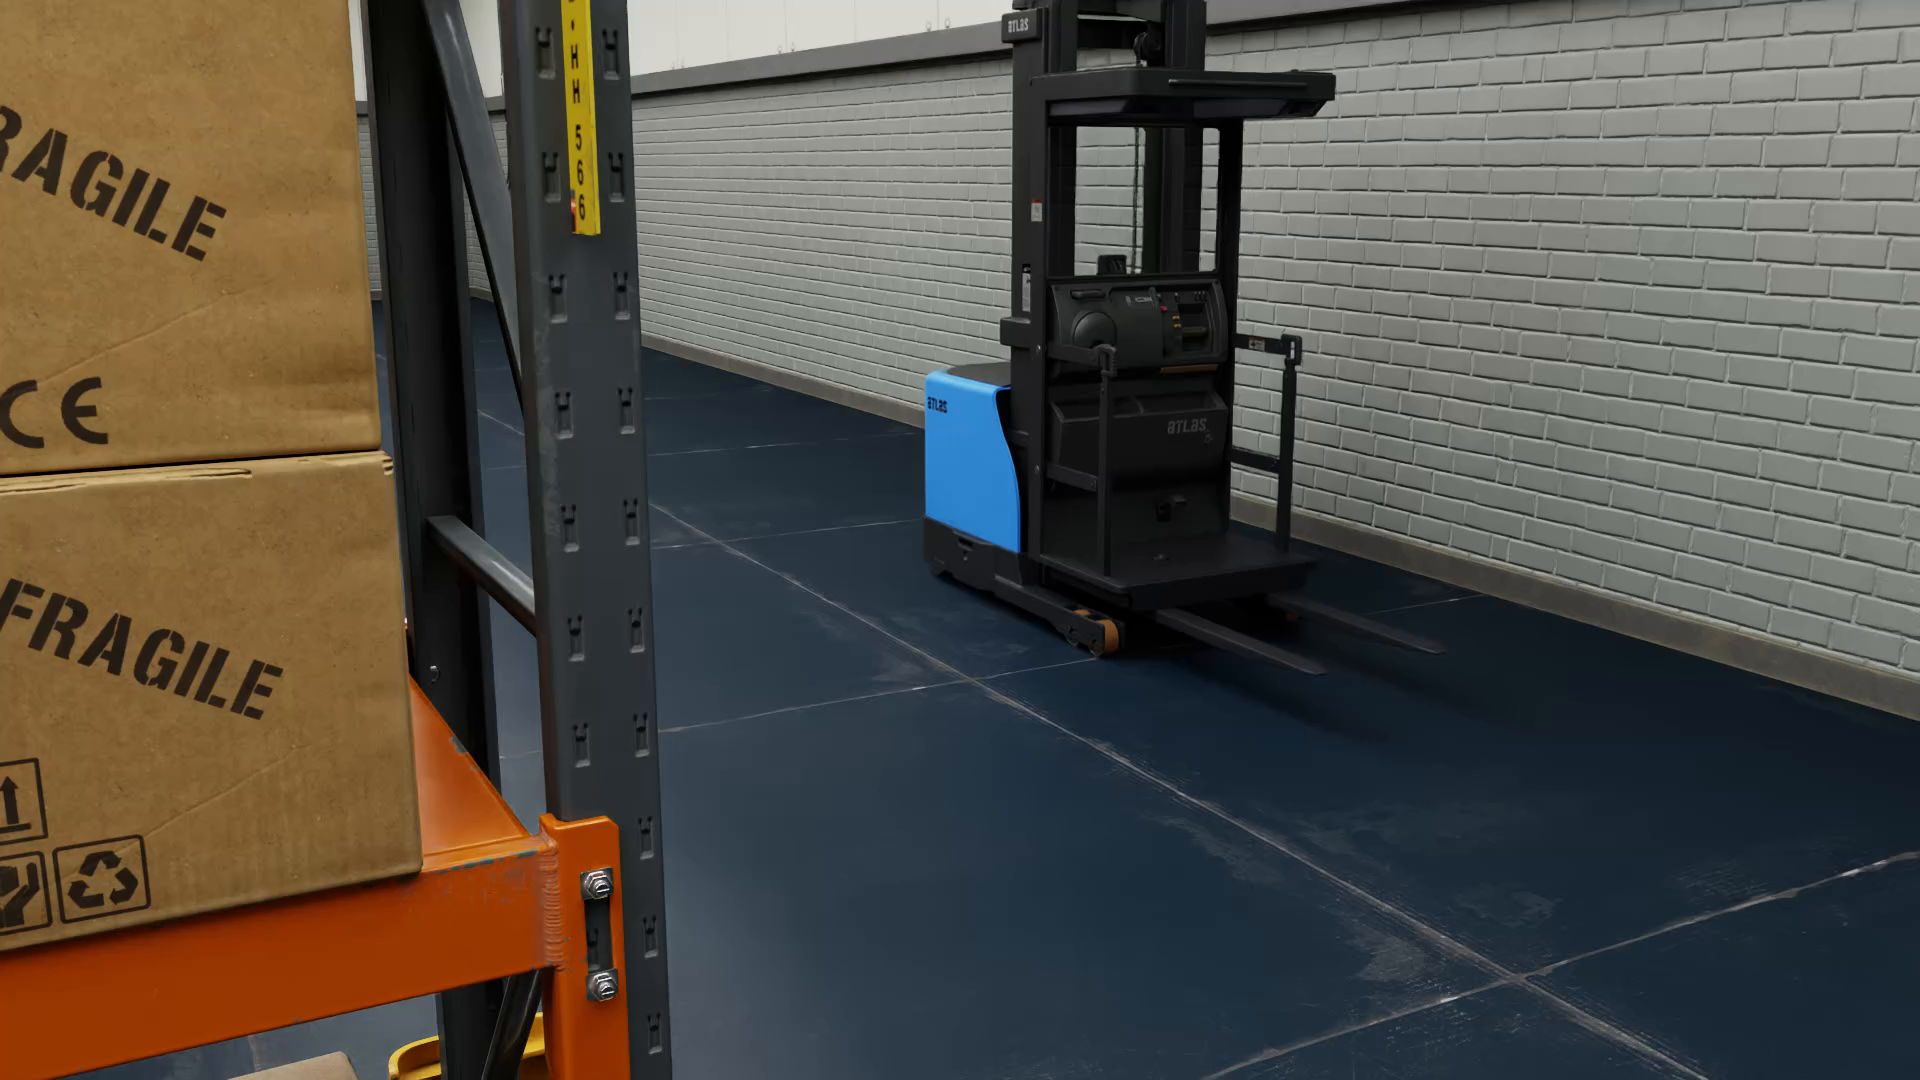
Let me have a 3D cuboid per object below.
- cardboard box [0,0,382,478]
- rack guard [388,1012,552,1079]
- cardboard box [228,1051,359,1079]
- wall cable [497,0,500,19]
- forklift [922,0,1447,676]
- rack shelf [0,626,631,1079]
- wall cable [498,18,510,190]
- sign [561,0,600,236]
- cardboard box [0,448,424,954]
[{"bbox_3d":[-0.977,-0.367,1.904,0.500,0.500,0.500,-6,14,-26],"label":"cardboard box"},{"bbox_3d":[-0.647,1.290,2.739,0.348,0.500,1.175,-7,14,-28],"label":"rack guard"},{"bbox_3d":[-1.199,1.207,2.295,0.875,0.438,0.875,-7,15,-30],"label":"cardboard box"},{"bbox_3d":[-6.104,-8.581,22.814,0.112,2.526,3.097,-7,14,-28],"label":"wall cable"},{"bbox_3d":[0.939,-1.028,7.502,1.130,2.935,3.031,-7,14,-27],"label":"forklift"},{"bbox_3d":[-2.423,0.634,1.598,4.000,0.370,1.077,-7,14,-28],"label":"rack shelf"},{"bbox_3d":[-7.401,-6.639,25.685,0.112,2.526,3.097,-7,14,-28],"label":"wall cable"},{"bbox_3d":[-0.420,-0.502,1.829,0.005,0.325,0.100,-7,14,-28],"label":"sign"},{"bbox_3d":[-0.964,0.126,1.991,0.500,0.500,0.500,-7,14,-28],"label":"cardboard box"}]
